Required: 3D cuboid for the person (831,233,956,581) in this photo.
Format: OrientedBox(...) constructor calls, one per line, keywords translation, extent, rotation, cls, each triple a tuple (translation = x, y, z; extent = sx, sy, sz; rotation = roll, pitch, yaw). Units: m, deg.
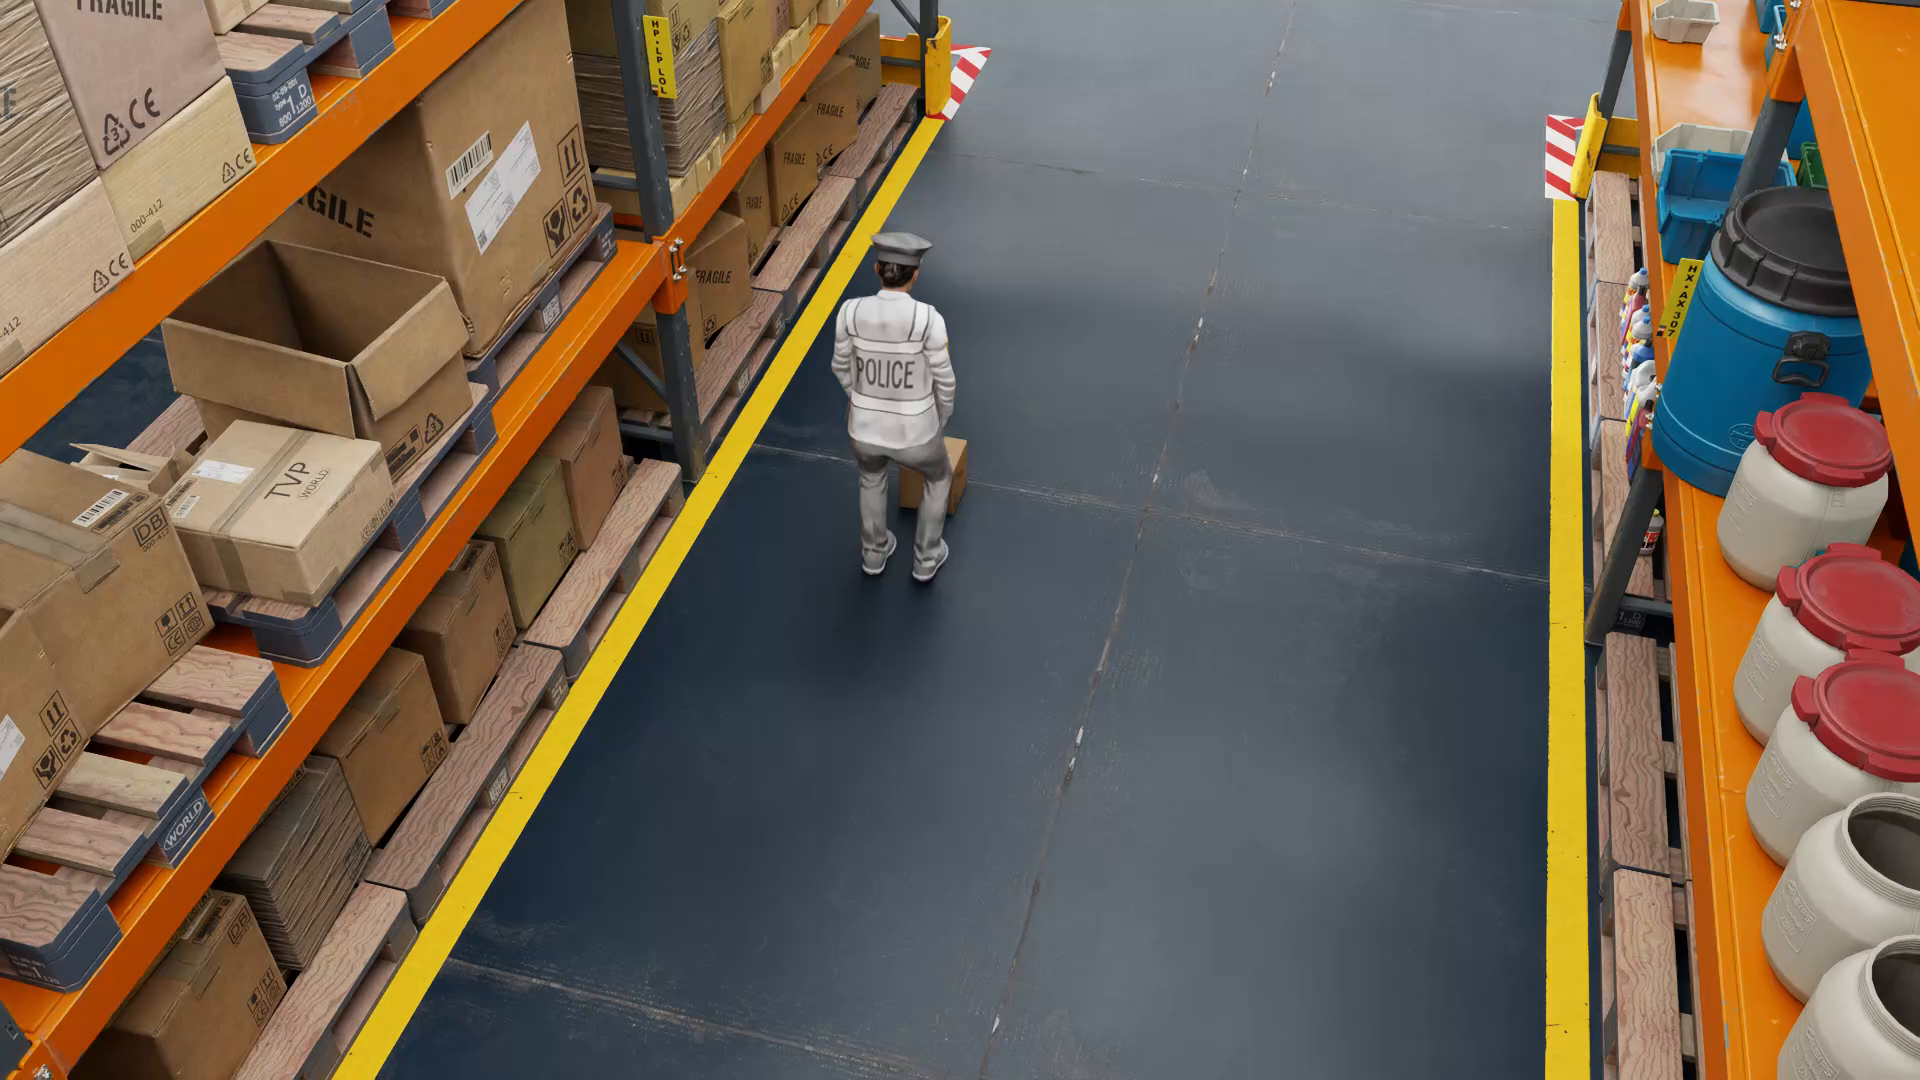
OrientedBox(translation=(-0.269, -0.515, 6.834), extent=(0.520, 1.560, 0.543), rotation=(11, 42, 12), cls="person")
